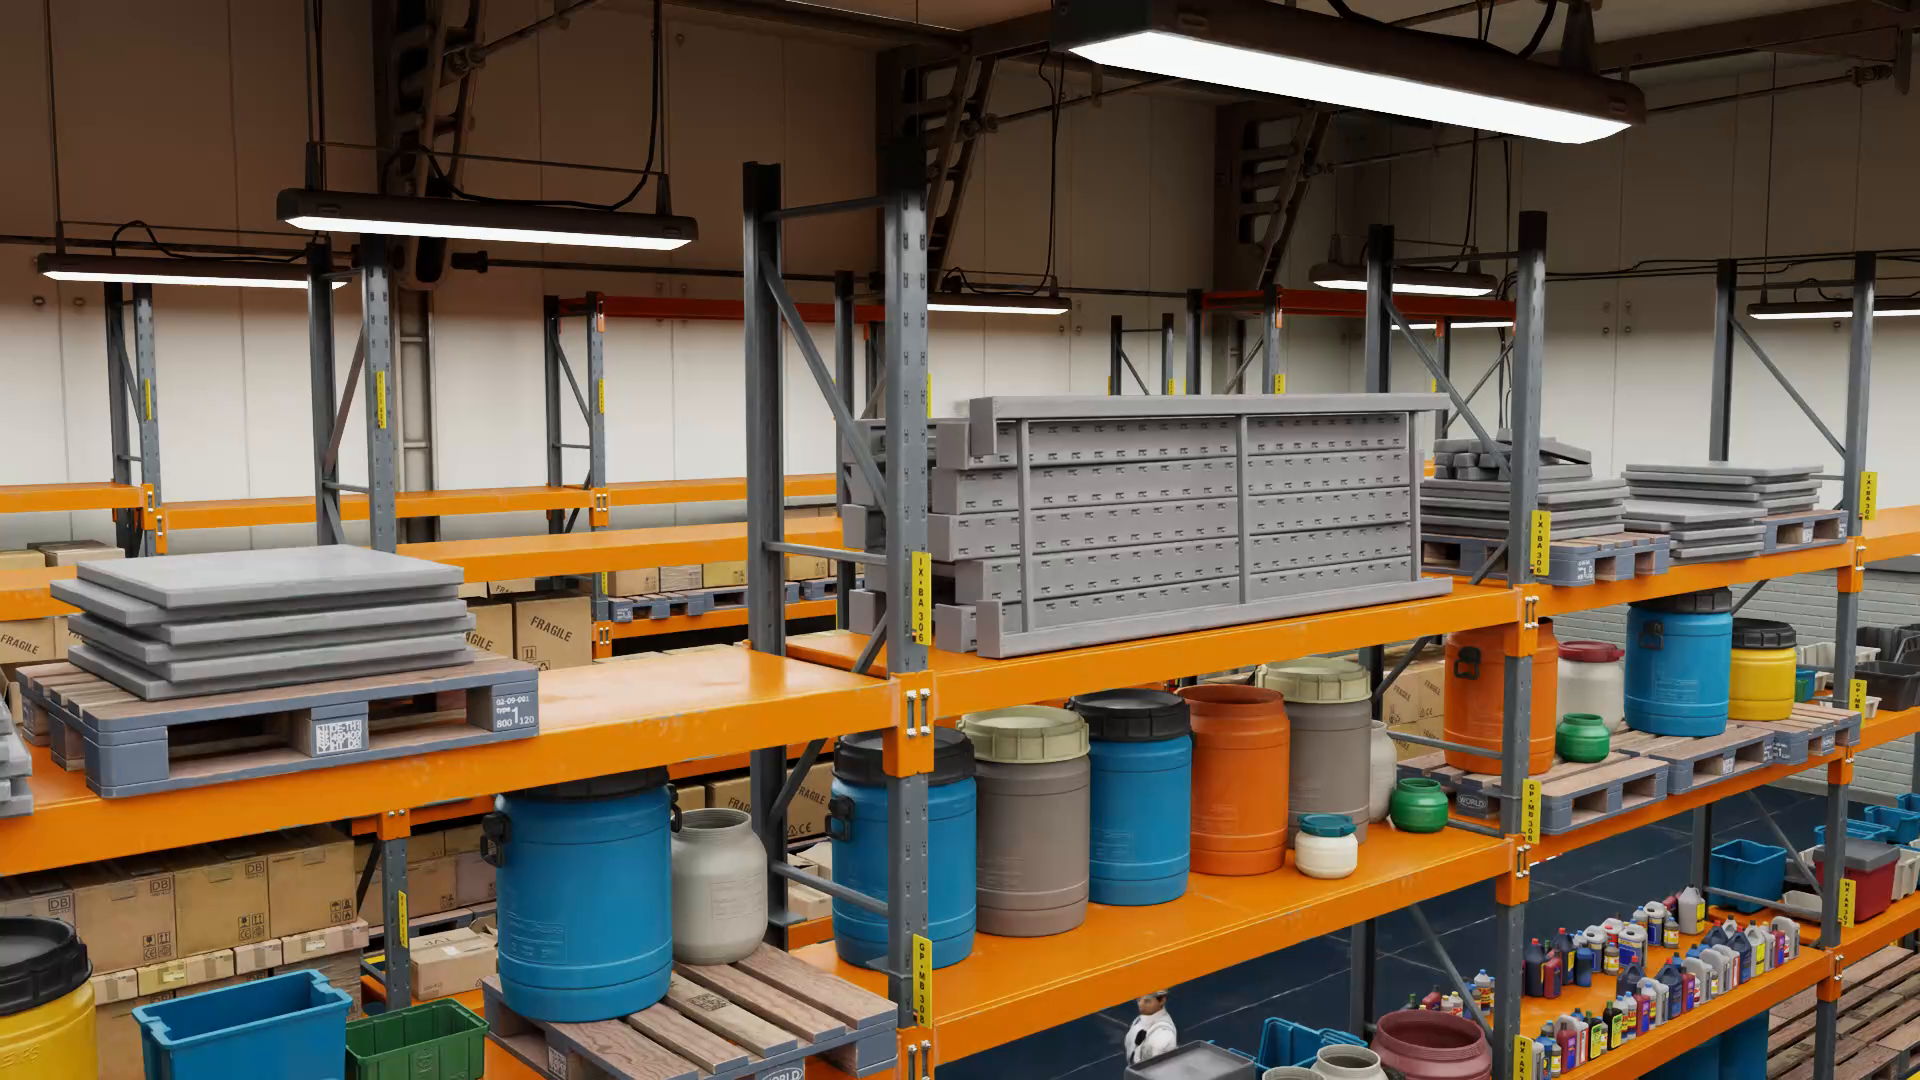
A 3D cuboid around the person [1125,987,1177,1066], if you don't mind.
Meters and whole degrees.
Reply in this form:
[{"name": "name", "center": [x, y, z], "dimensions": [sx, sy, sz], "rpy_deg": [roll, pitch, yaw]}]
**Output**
[{"name": "person", "center": [1.208, 3.389, 10.001], "dimensions": [0.473, 1.698, 0.602], "rpy_deg": [-1, 6, -7]}]
